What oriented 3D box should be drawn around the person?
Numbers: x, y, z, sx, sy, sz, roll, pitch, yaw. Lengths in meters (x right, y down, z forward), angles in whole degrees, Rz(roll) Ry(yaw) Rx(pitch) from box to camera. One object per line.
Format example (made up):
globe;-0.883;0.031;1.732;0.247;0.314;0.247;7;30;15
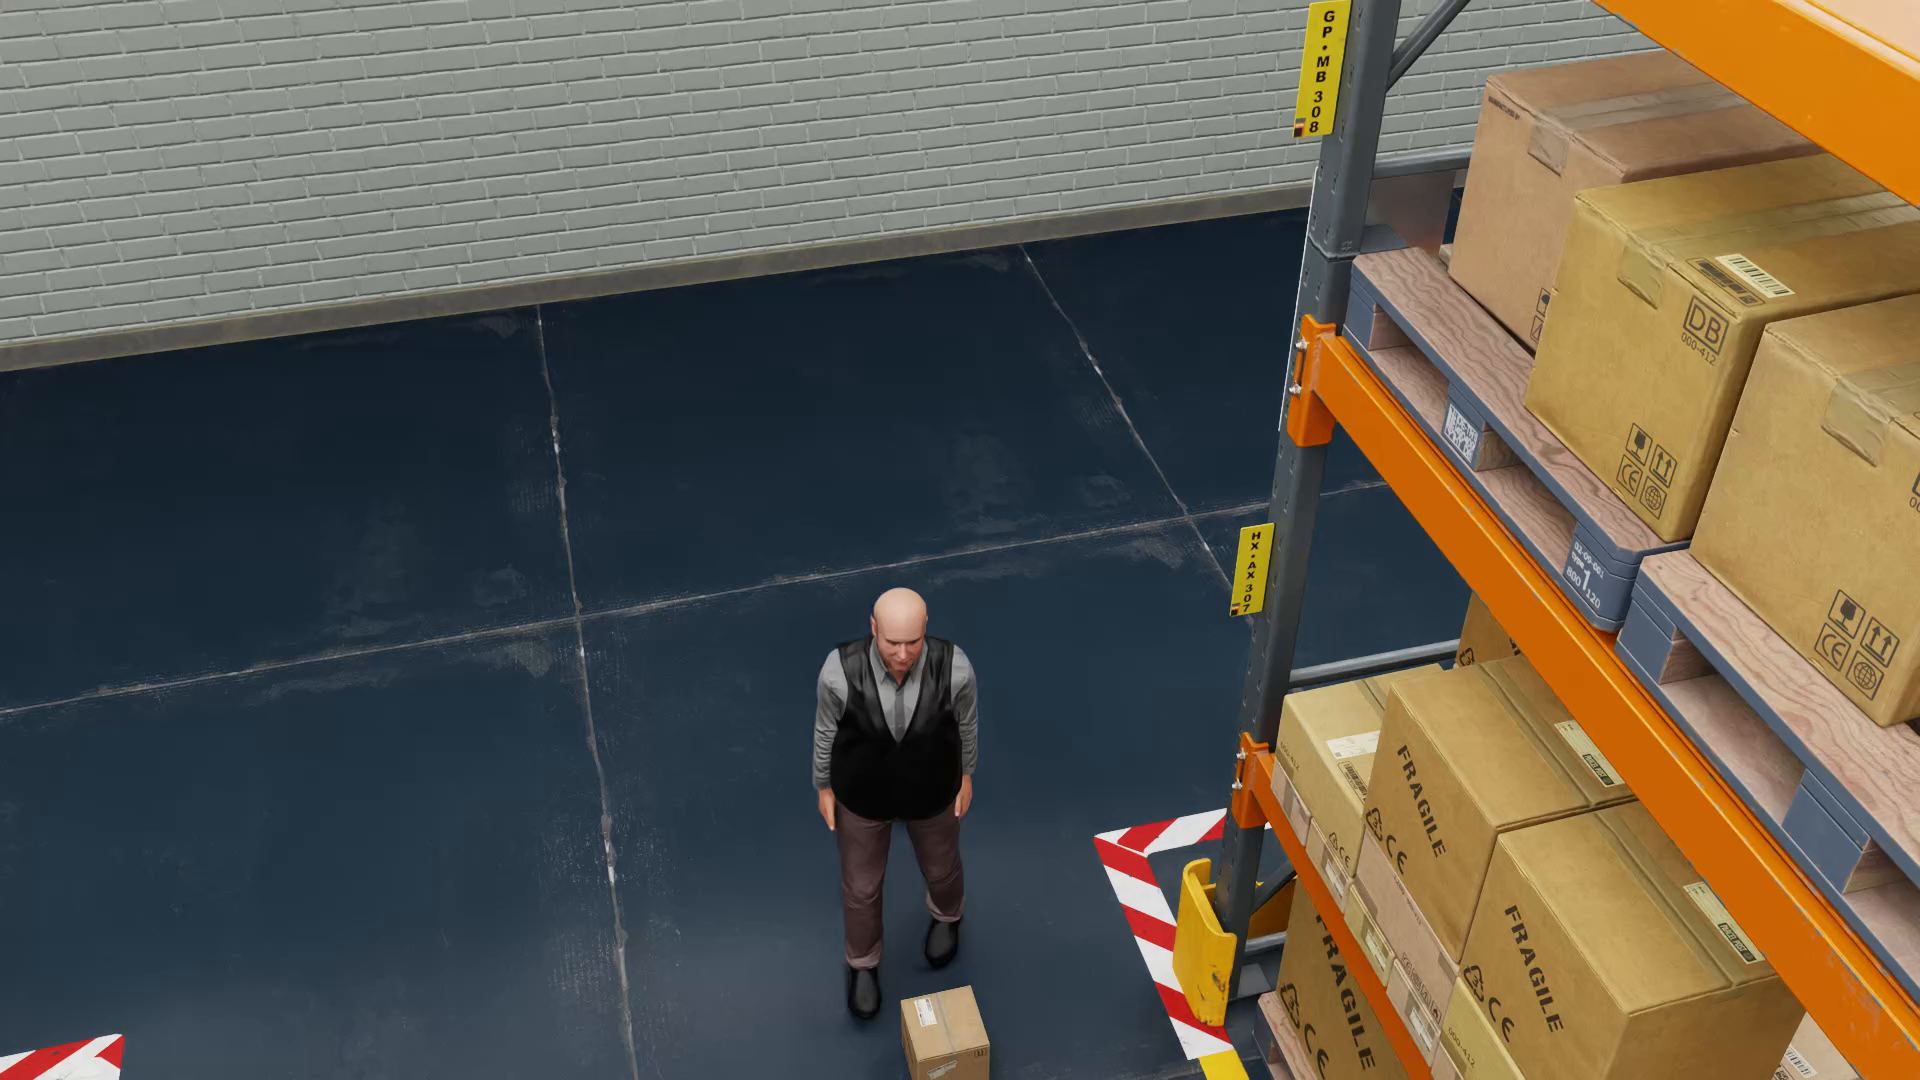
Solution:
person;-0.212;0.881;5.598;0.562;1.725;0.550;-2;38;-3
